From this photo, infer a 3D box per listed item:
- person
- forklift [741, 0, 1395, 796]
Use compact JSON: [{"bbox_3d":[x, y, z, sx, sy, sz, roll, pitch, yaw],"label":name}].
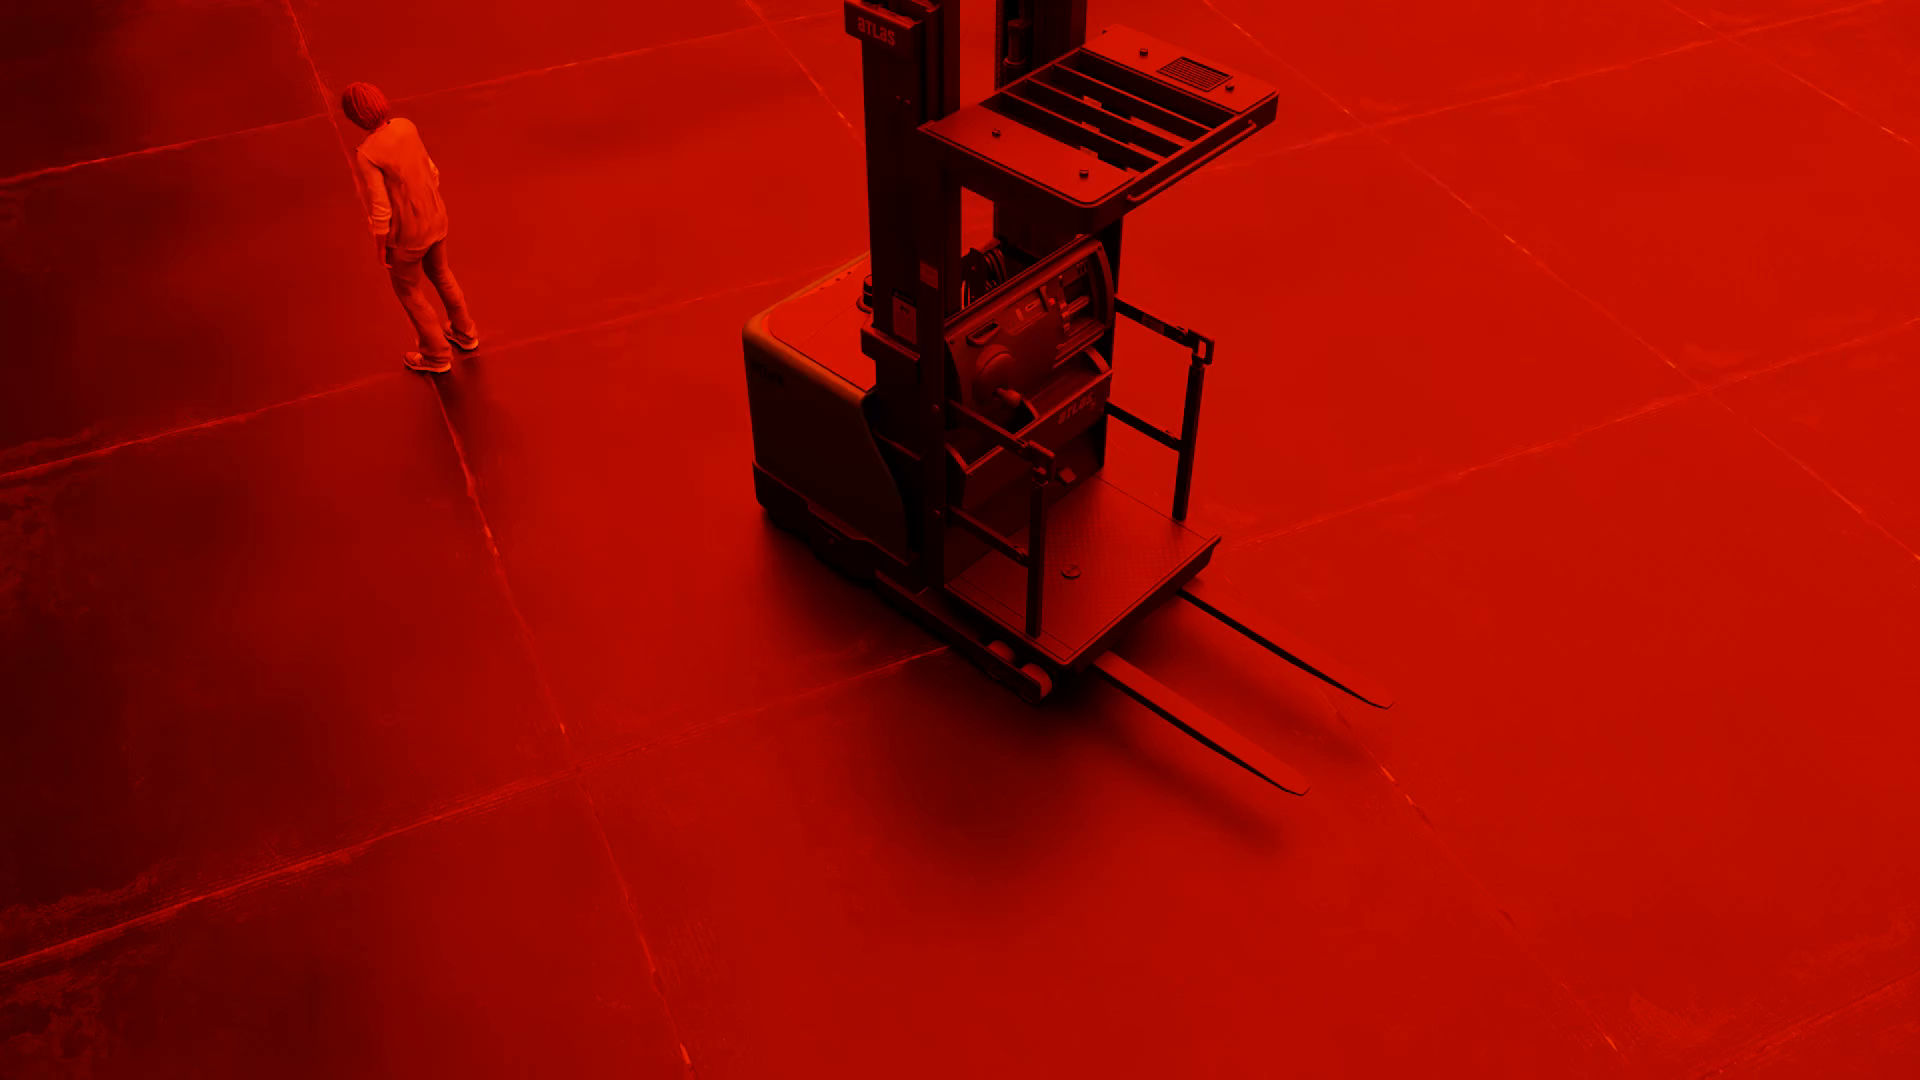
[{"bbox_3d":[-2.745,-1.544,8.326,0.347,1.580,0.481,18,46,18],"label":"person"},{"bbox_3d":[0.445,-0.788,6.525,3.031,2.935,1.130,32,52,30],"label":"forklift"}]
